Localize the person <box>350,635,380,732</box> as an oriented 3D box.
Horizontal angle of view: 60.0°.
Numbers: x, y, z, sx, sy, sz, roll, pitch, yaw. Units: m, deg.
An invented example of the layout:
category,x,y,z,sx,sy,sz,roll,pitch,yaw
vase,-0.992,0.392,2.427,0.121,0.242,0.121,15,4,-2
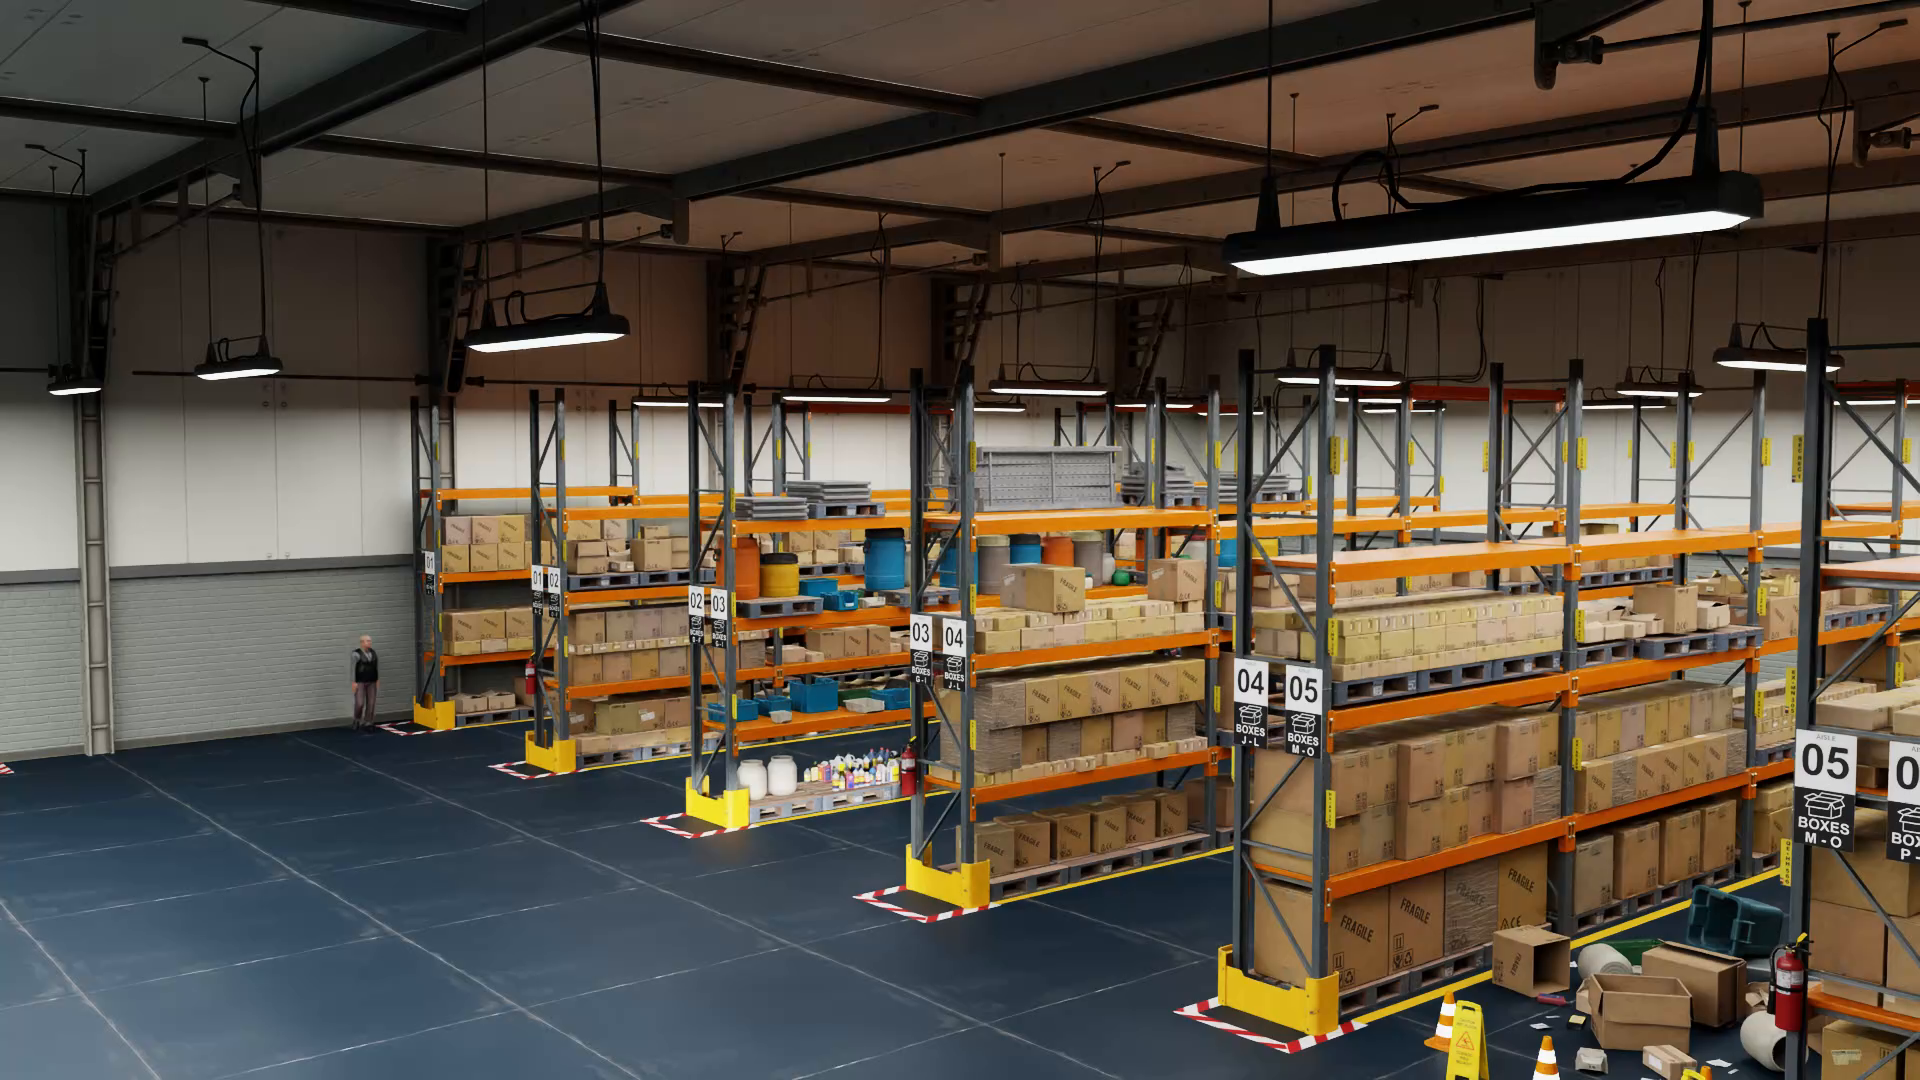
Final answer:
category,x,y,z,sx,sy,sz,roll,pitch,yaw
person,-10.571,2.547,29.544,0.550,1.715,0.459,-3,5,-42
